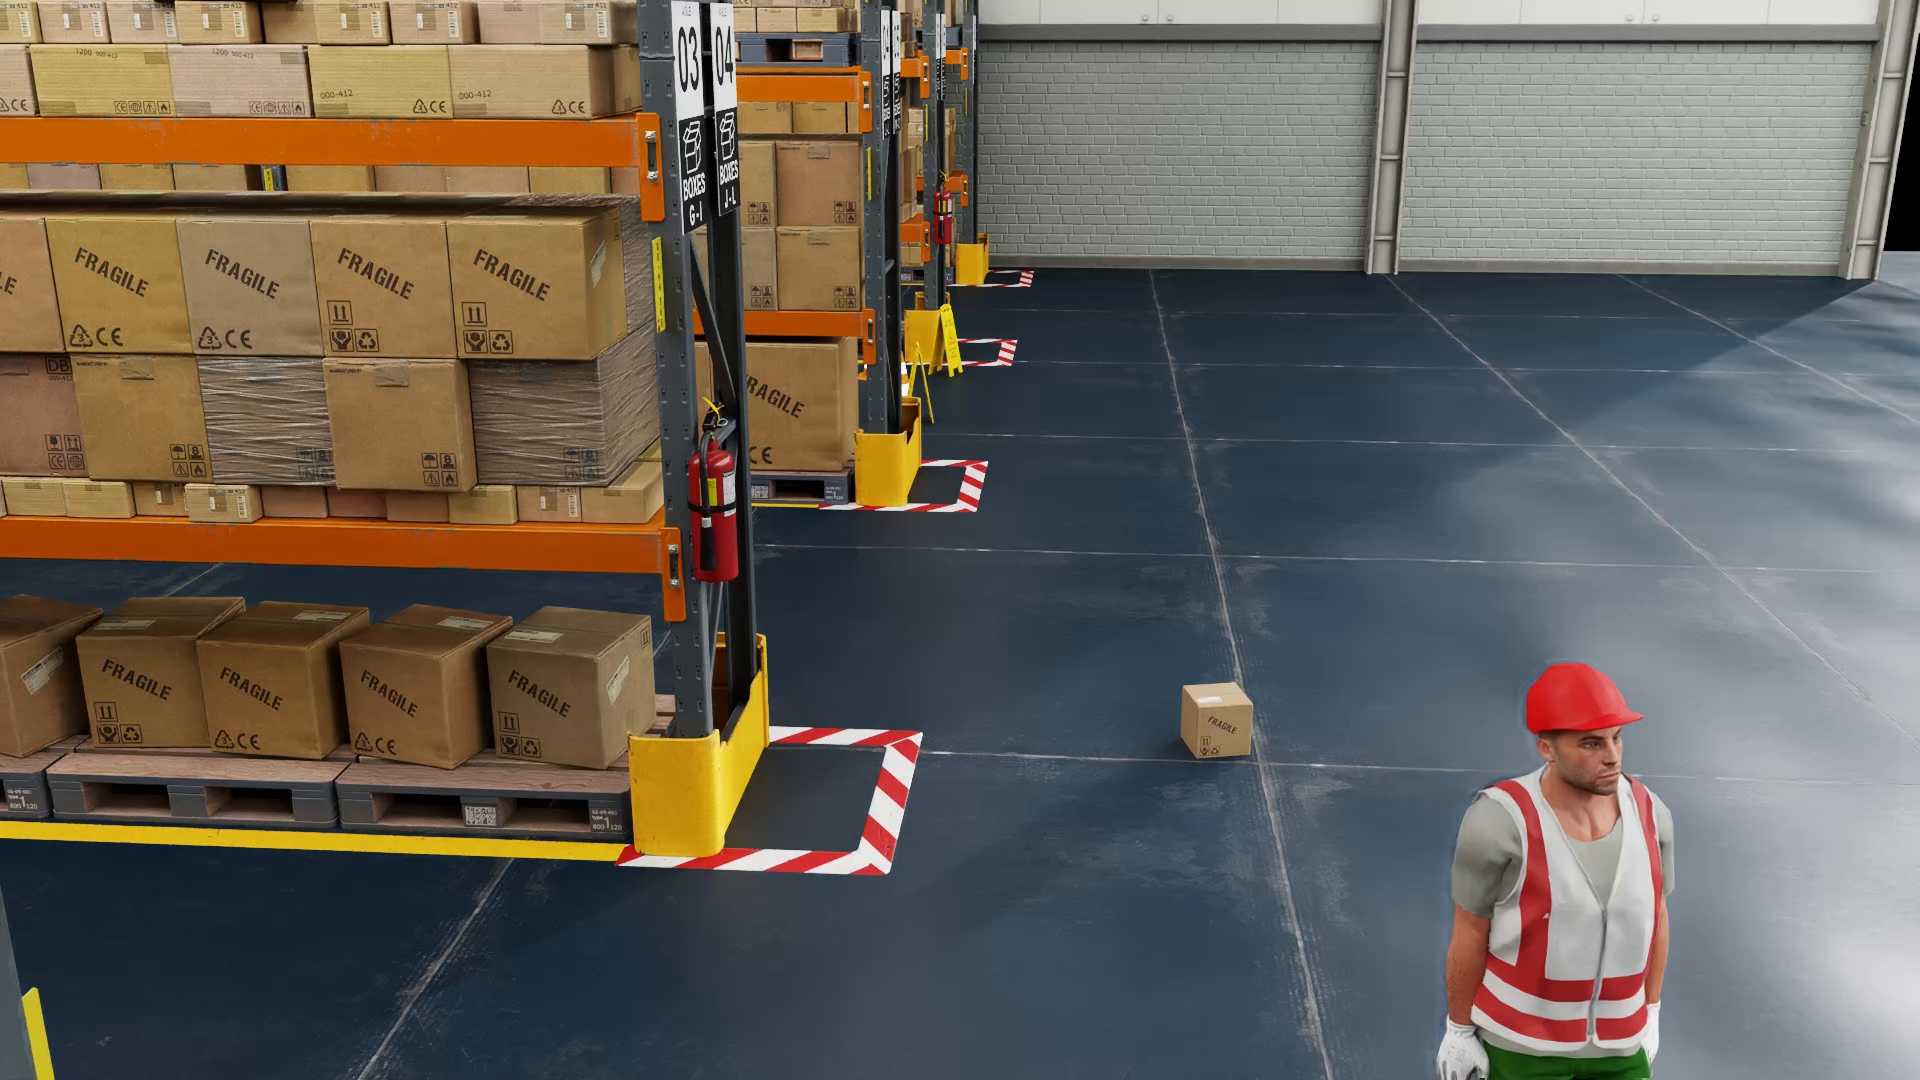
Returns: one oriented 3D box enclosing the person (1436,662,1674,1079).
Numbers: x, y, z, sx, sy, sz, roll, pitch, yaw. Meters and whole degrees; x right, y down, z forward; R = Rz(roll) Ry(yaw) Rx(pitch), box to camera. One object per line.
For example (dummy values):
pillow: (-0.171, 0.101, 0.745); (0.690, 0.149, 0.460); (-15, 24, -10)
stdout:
person: (1.372, 1.119, 3.873); (0.553, 1.778, 0.680); (-3, 18, -9)
